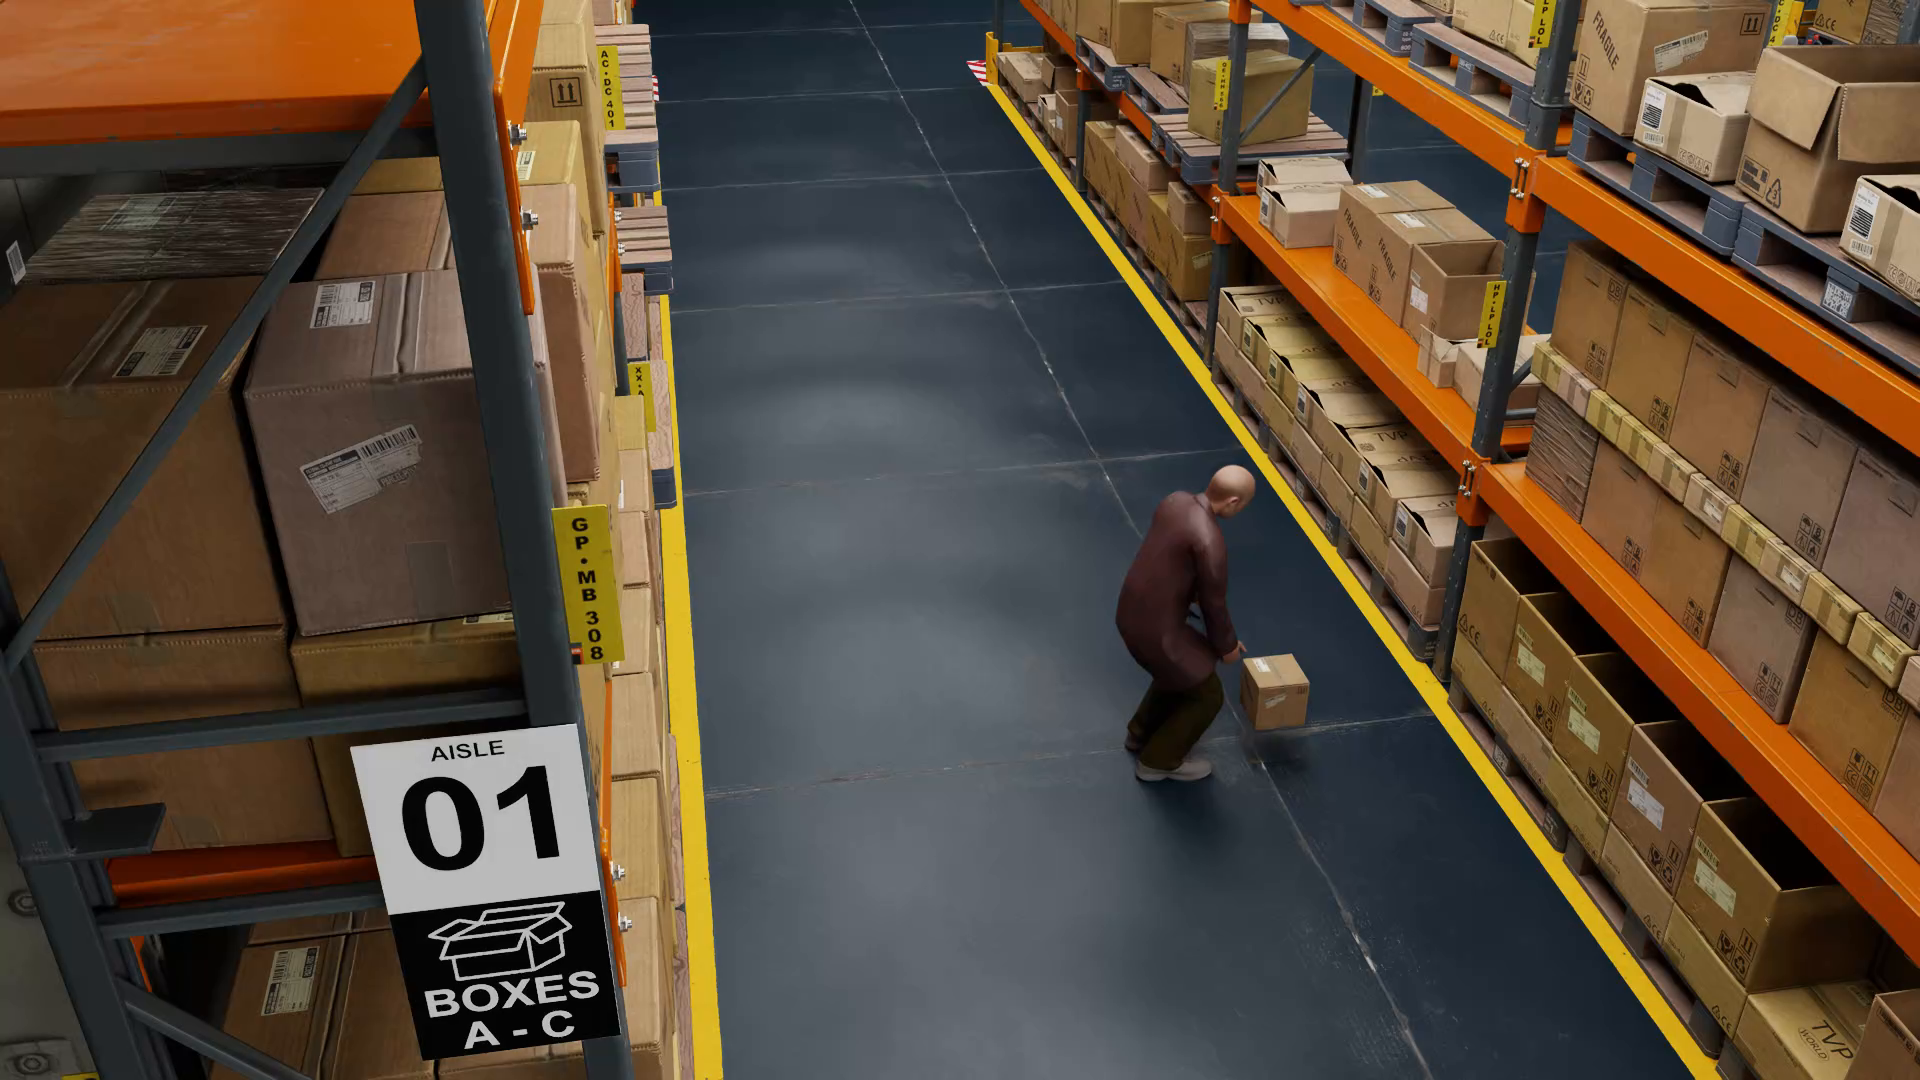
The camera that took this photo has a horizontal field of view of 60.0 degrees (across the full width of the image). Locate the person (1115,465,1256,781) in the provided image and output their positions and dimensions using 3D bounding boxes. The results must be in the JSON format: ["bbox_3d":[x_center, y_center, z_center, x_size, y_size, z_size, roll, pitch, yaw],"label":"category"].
[{"bbox_3d":[1.023,0.376,7.744,0.612,1.552,0.625,-5,31,-8],"label":"person"}]
